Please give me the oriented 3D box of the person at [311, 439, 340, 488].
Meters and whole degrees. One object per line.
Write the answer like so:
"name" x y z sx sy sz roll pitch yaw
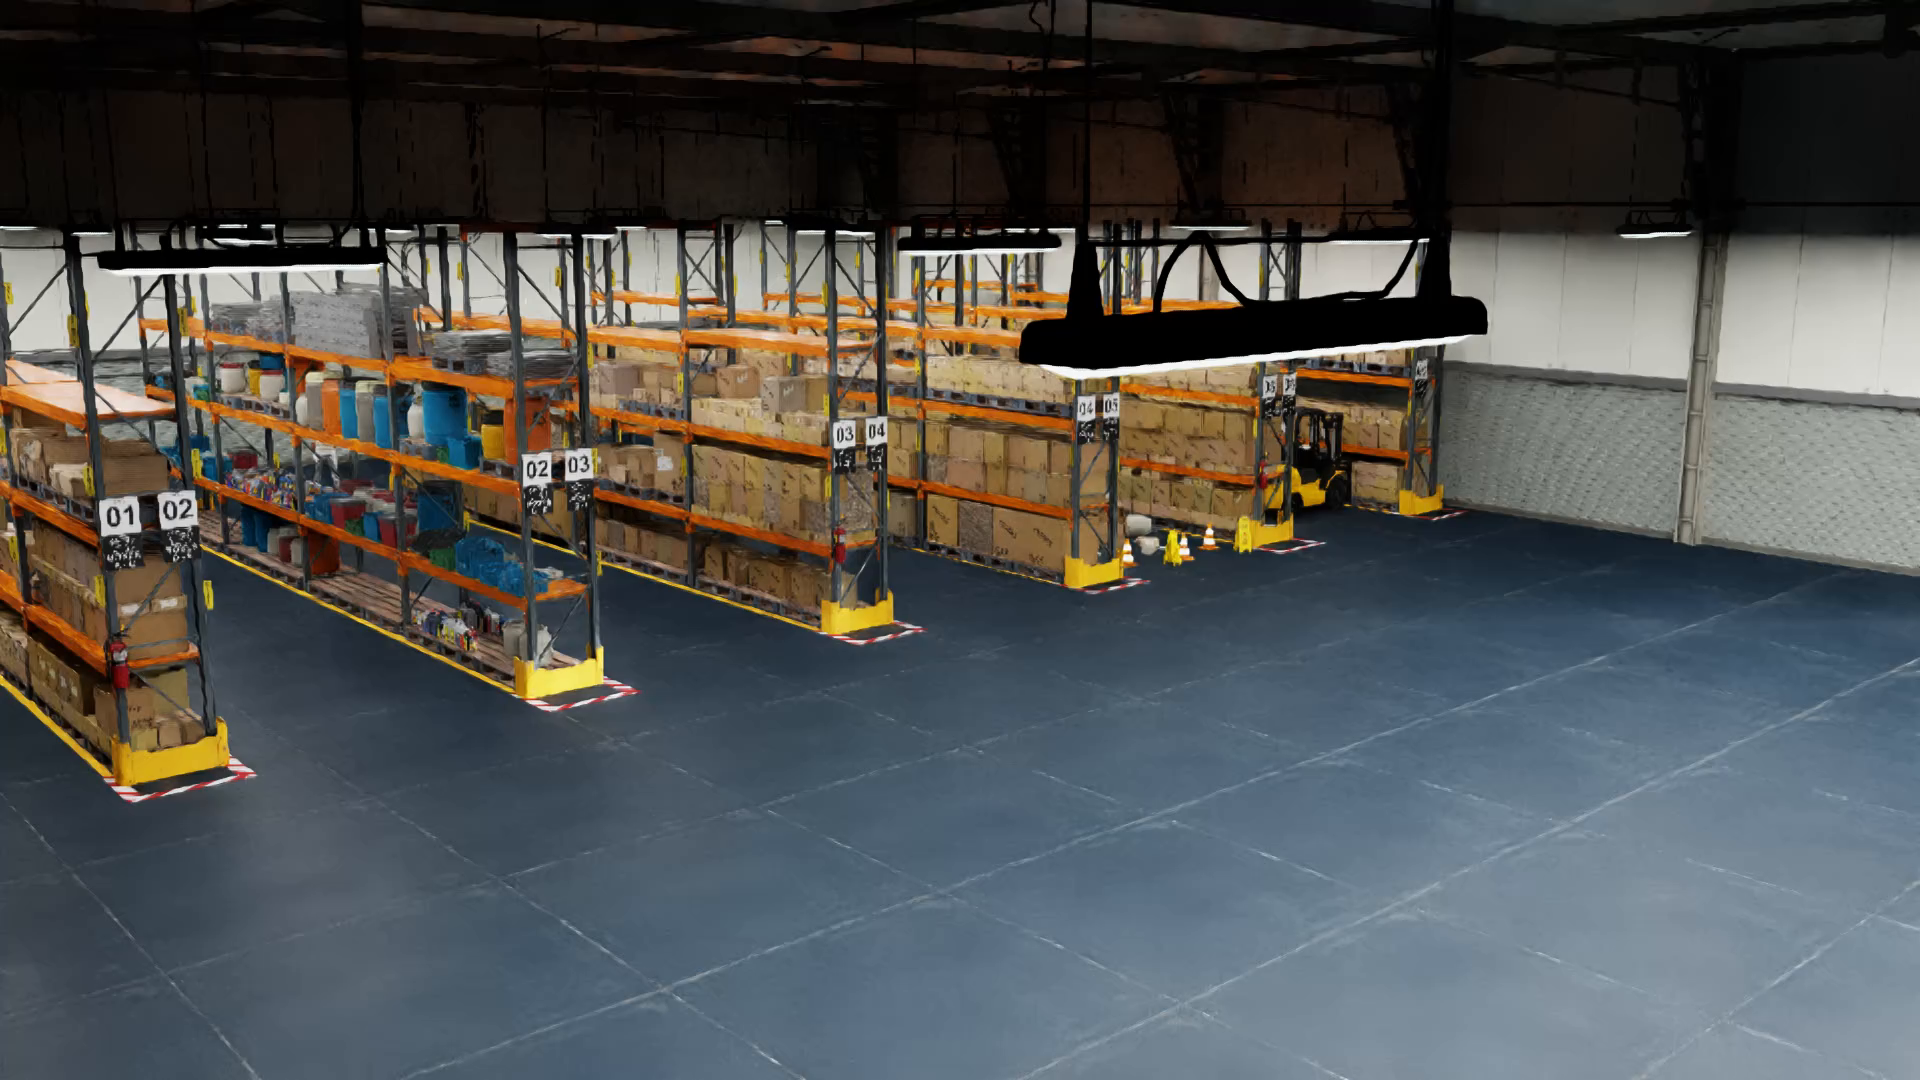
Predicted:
"person" -14.184 -1.950 37.149 0.566 1.704 1.122 -9 15 -38

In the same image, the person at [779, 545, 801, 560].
"person" -3.042 -0.310 28.973 0.504 1.722 0.581 -3 12 -14
